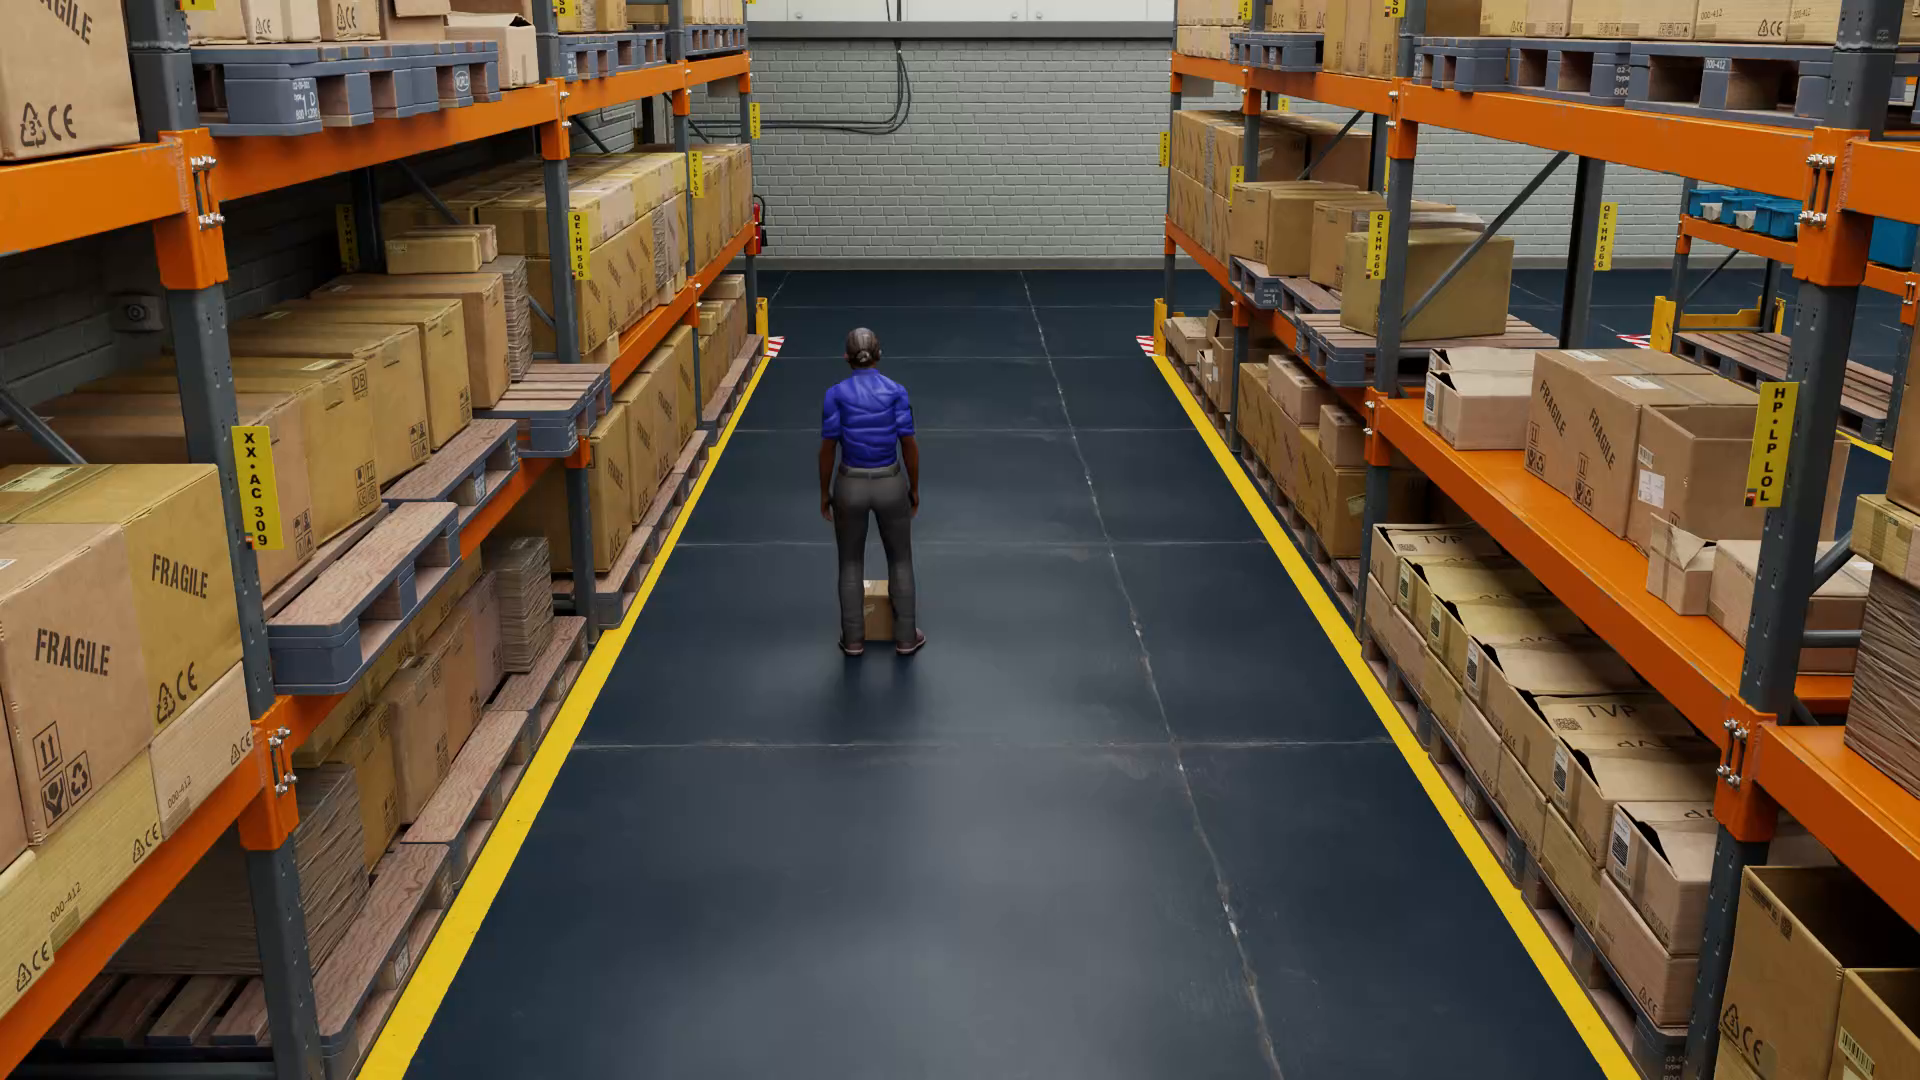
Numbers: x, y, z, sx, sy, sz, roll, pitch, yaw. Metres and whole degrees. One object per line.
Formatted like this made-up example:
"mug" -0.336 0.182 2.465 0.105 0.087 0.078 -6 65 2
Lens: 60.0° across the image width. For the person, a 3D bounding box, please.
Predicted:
"person" -0.437 -0.232 8.302 0.530 1.654 0.352 -1 17 -4
